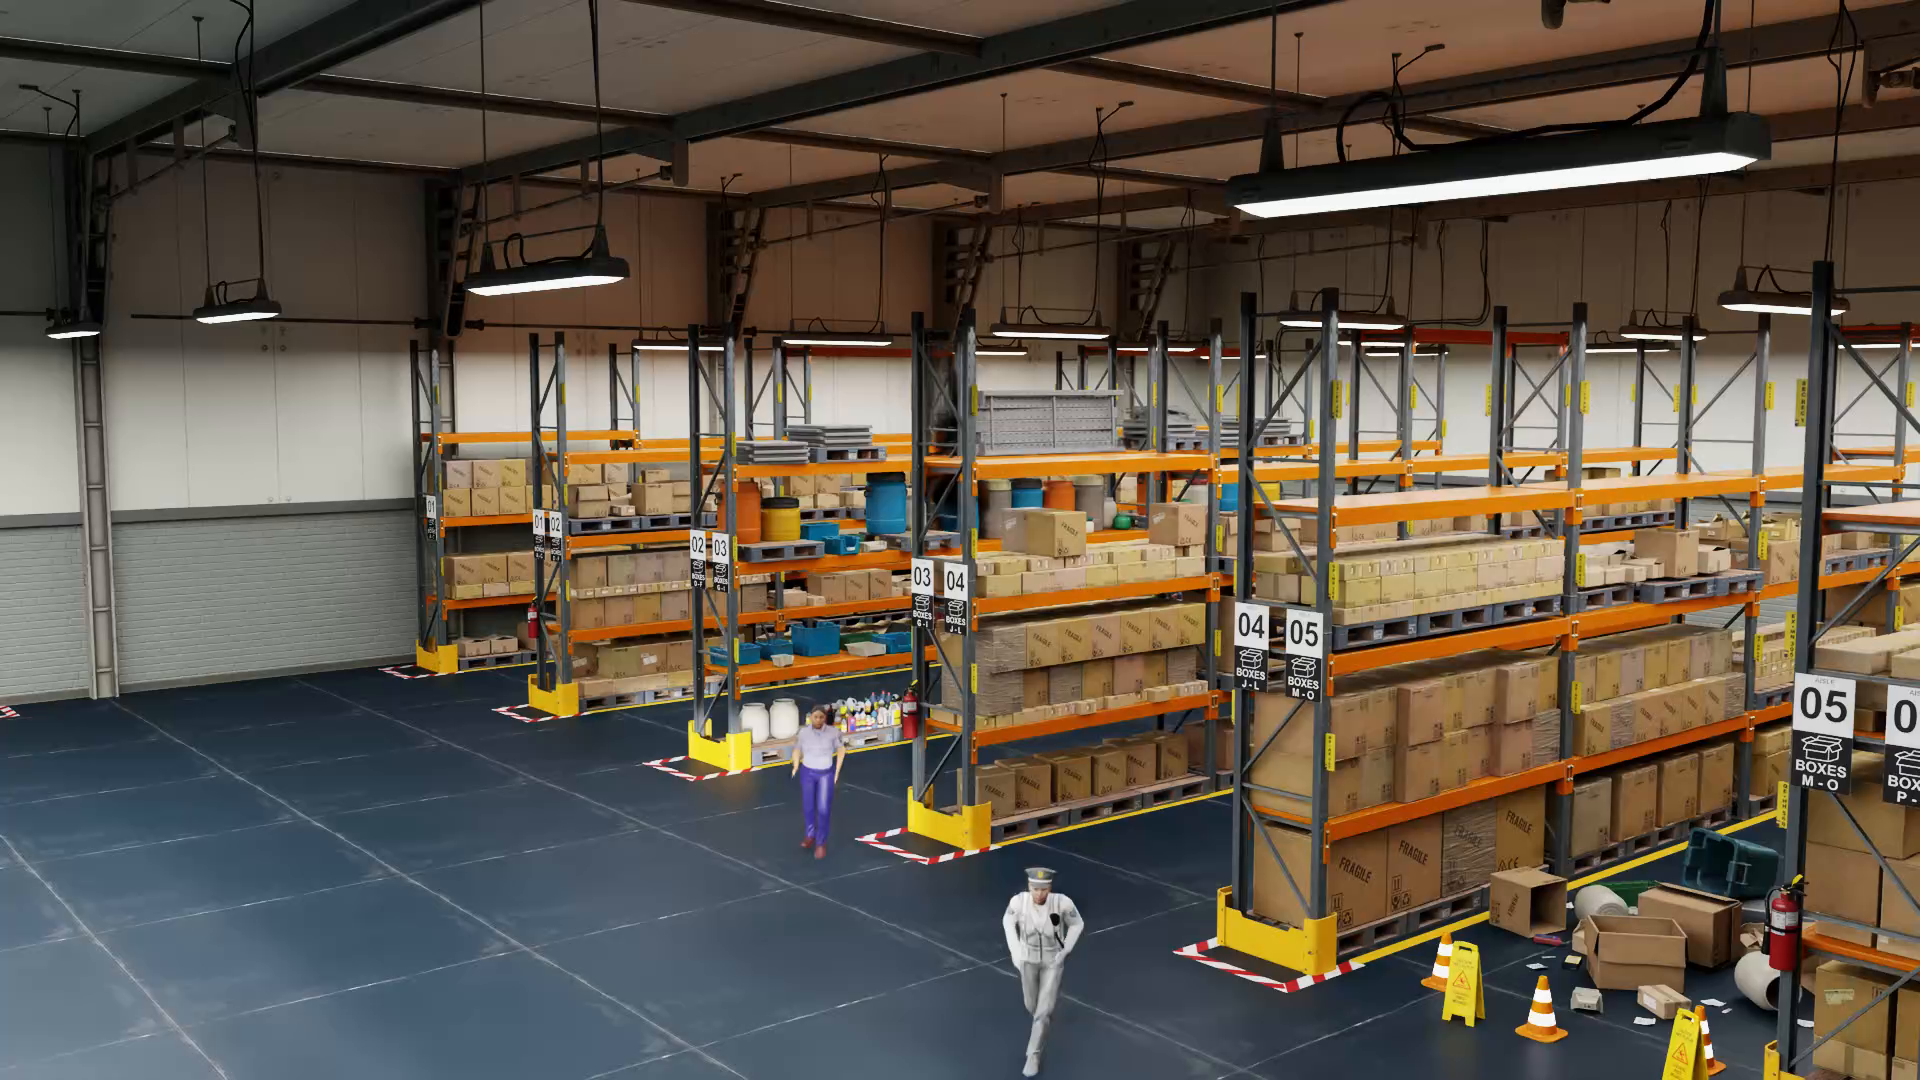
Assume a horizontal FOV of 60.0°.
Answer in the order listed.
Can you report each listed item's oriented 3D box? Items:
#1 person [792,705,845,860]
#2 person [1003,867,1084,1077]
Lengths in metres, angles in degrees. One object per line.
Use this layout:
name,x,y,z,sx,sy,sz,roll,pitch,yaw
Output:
person,-1.570,2.663,18.259,0.552,1.730,0.693,1,5,10
person,0.637,3.213,12.730,0.618,1.630,0.830,0,5,3
